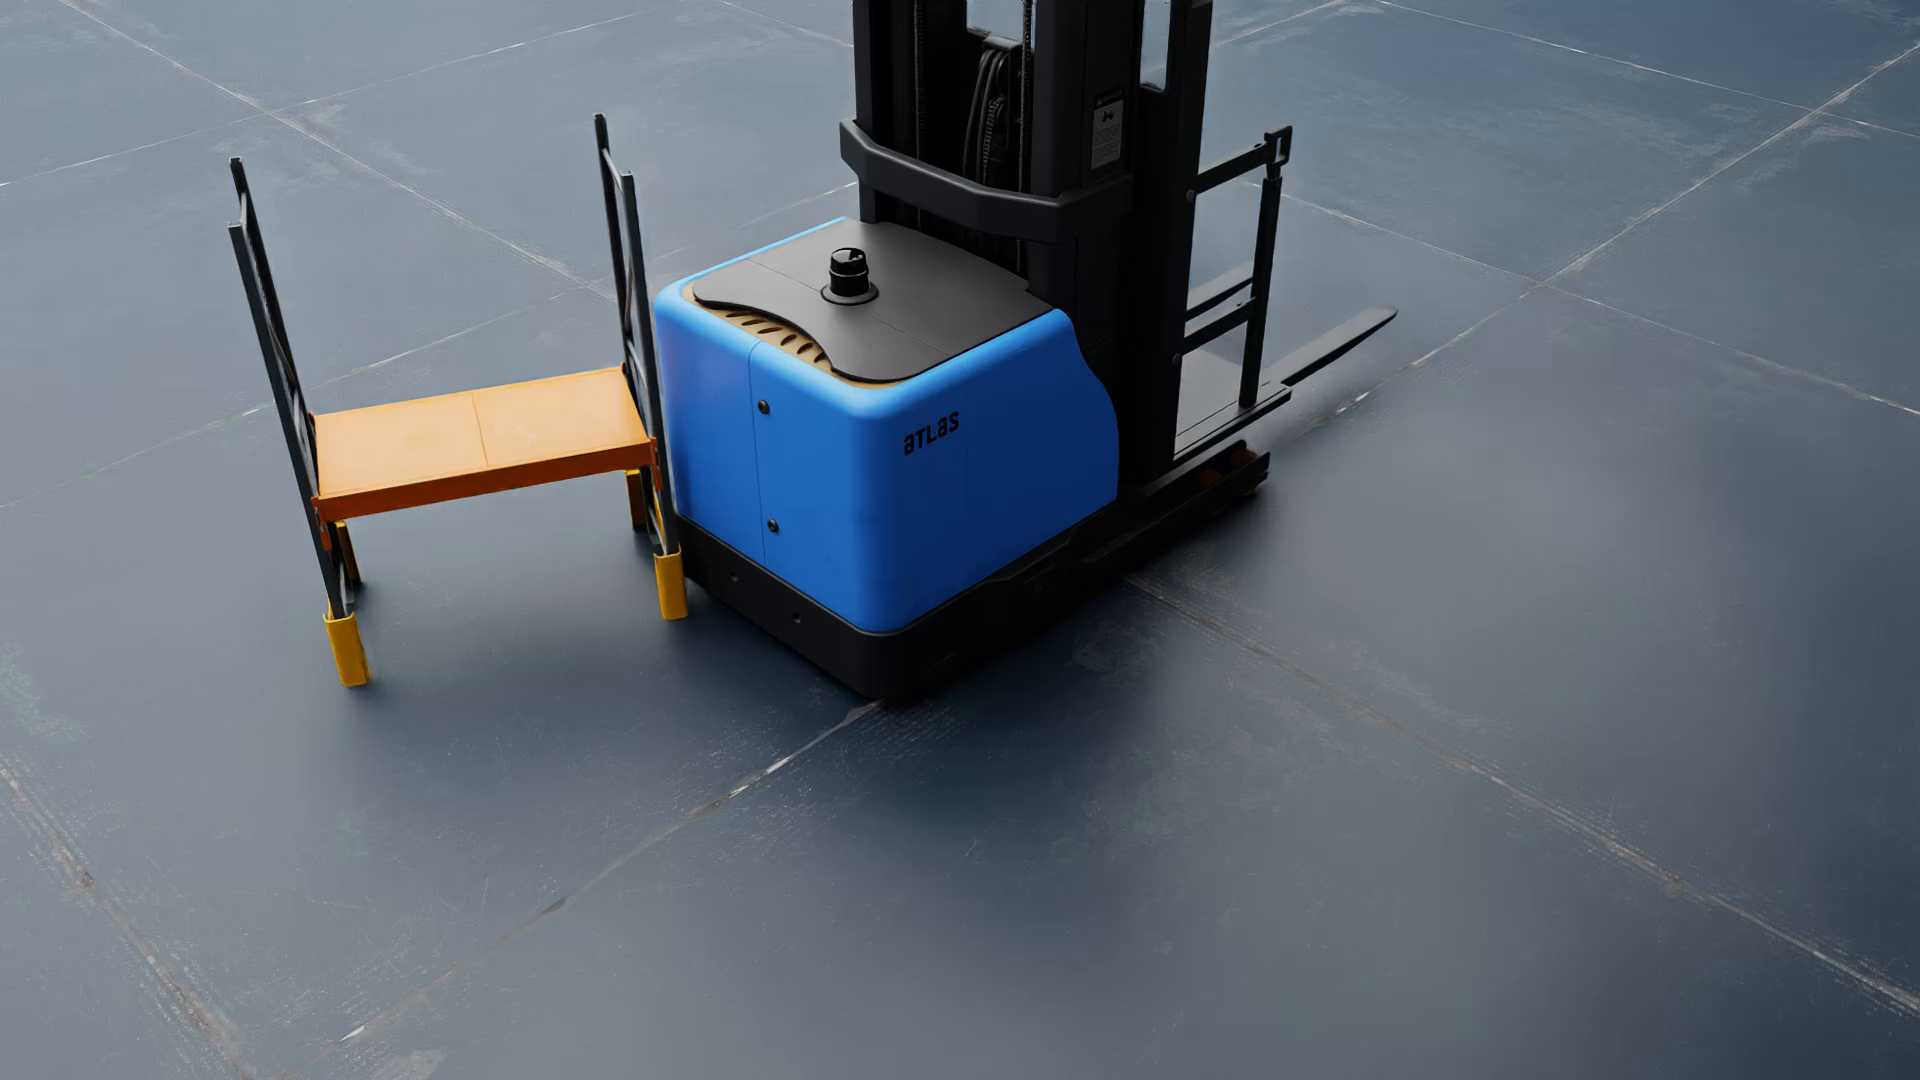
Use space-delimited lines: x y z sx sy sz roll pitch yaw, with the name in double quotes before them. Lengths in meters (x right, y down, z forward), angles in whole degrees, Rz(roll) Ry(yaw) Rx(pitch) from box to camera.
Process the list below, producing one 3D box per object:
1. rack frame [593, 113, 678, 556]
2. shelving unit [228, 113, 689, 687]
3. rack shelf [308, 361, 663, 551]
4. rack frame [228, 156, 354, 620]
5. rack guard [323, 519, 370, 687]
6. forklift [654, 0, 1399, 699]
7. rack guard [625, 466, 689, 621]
"rack frame" -0.994 -0.520 5.185 0.032 1.500 0.500 -11 36 -16
"shelving unit" -1.482 -0.422 5.044 1.083 1.500 0.587 -11 36 -16
"rack shelf" -1.474 -0.276 5.149 1.000 0.185 0.538 -11 36 -16
"rack frame" -1.953 -0.327 4.908 0.032 1.500 0.500 -11 36 -16
"rack guard" -1.952 0.185 5.266 0.087 0.250 0.587 -11 36 -16
"forklift" 0.465 -1.470 5.296 1.130 2.935 3.031 30 44 35
"rack guard" -1.013 -0.004 5.537 0.087 0.250 0.587 -11 36 -16
